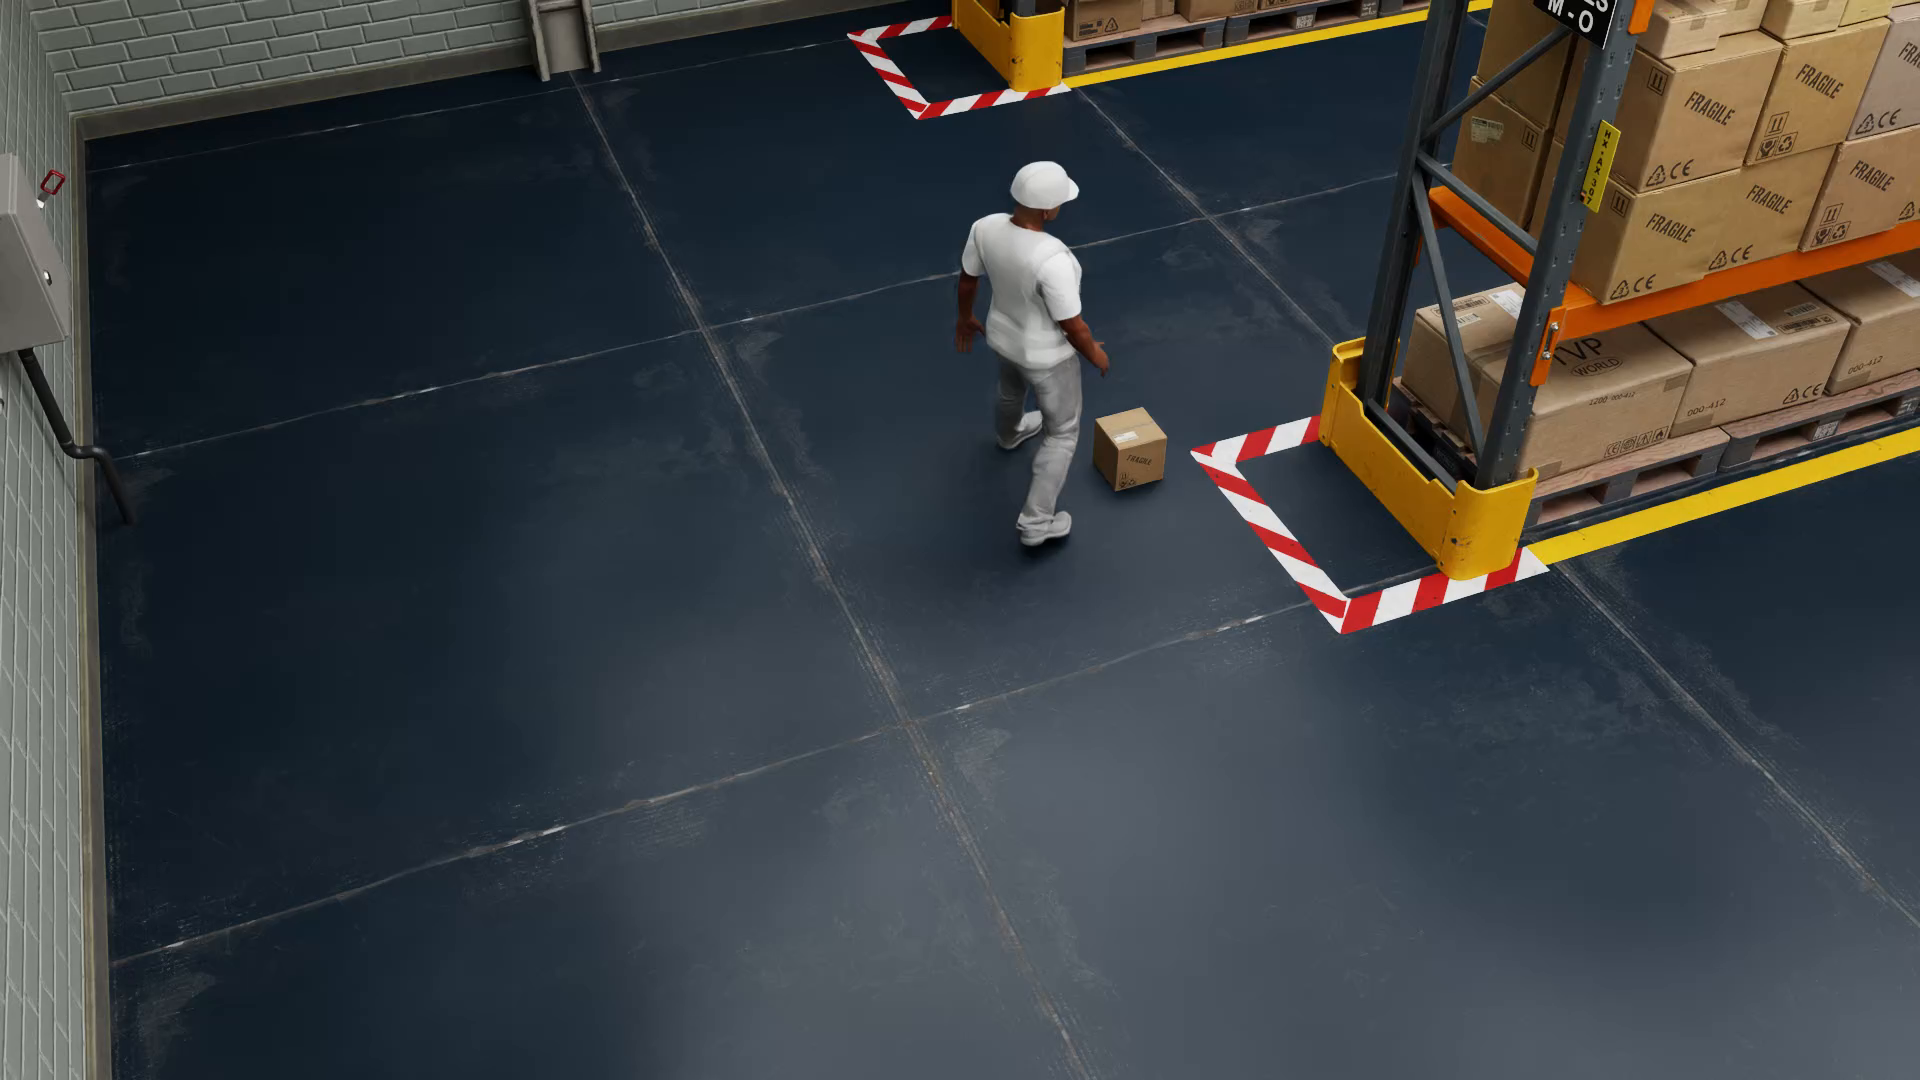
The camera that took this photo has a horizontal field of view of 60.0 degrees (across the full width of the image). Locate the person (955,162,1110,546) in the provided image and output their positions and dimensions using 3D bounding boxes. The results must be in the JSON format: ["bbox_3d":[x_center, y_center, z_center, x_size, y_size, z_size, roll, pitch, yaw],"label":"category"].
[{"bbox_3d":[0.339,-0.894,7.189,0.757,1.723,0.785,-30,50,-30],"label":"person"}]
